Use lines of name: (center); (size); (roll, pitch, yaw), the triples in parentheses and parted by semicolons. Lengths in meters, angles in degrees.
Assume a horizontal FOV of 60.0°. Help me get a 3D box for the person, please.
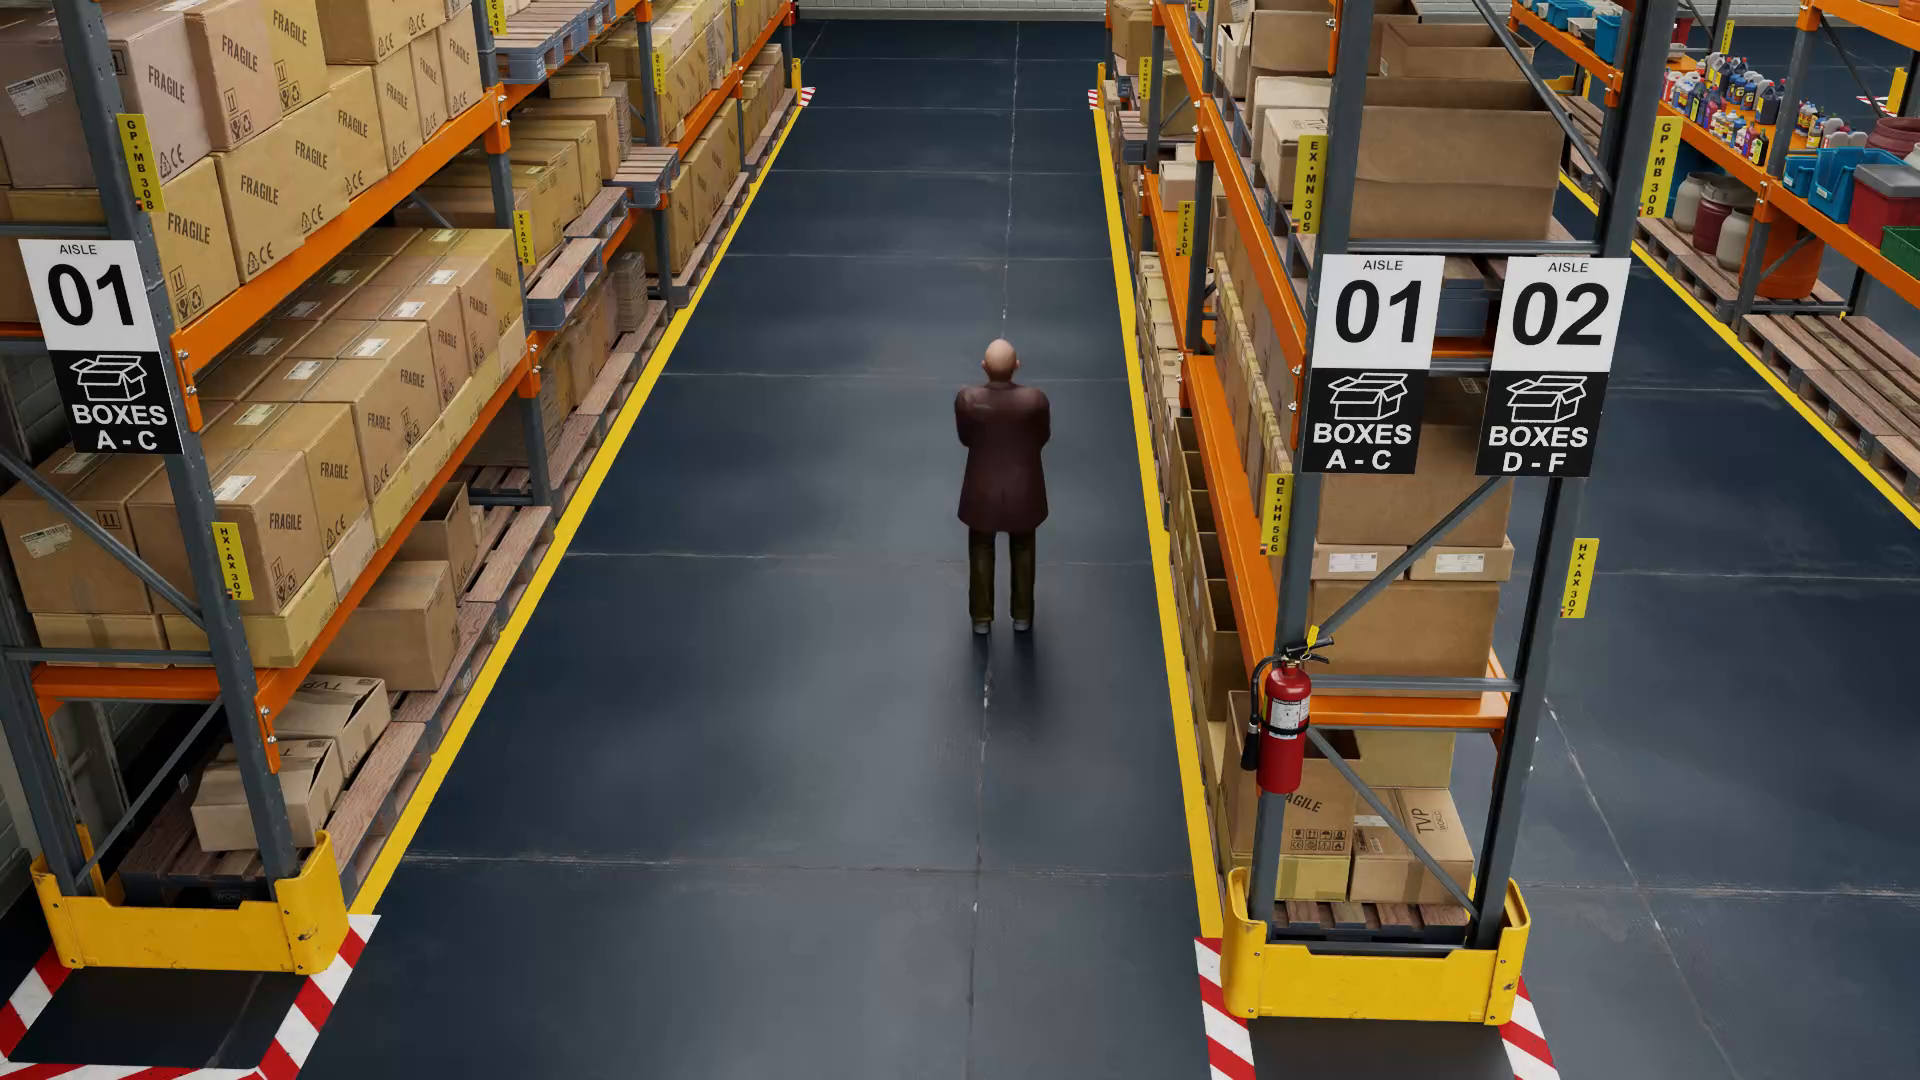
person: (0.237, -0.345, 9.301); (0.527, 1.769, 0.562); (1, 28, 2)
